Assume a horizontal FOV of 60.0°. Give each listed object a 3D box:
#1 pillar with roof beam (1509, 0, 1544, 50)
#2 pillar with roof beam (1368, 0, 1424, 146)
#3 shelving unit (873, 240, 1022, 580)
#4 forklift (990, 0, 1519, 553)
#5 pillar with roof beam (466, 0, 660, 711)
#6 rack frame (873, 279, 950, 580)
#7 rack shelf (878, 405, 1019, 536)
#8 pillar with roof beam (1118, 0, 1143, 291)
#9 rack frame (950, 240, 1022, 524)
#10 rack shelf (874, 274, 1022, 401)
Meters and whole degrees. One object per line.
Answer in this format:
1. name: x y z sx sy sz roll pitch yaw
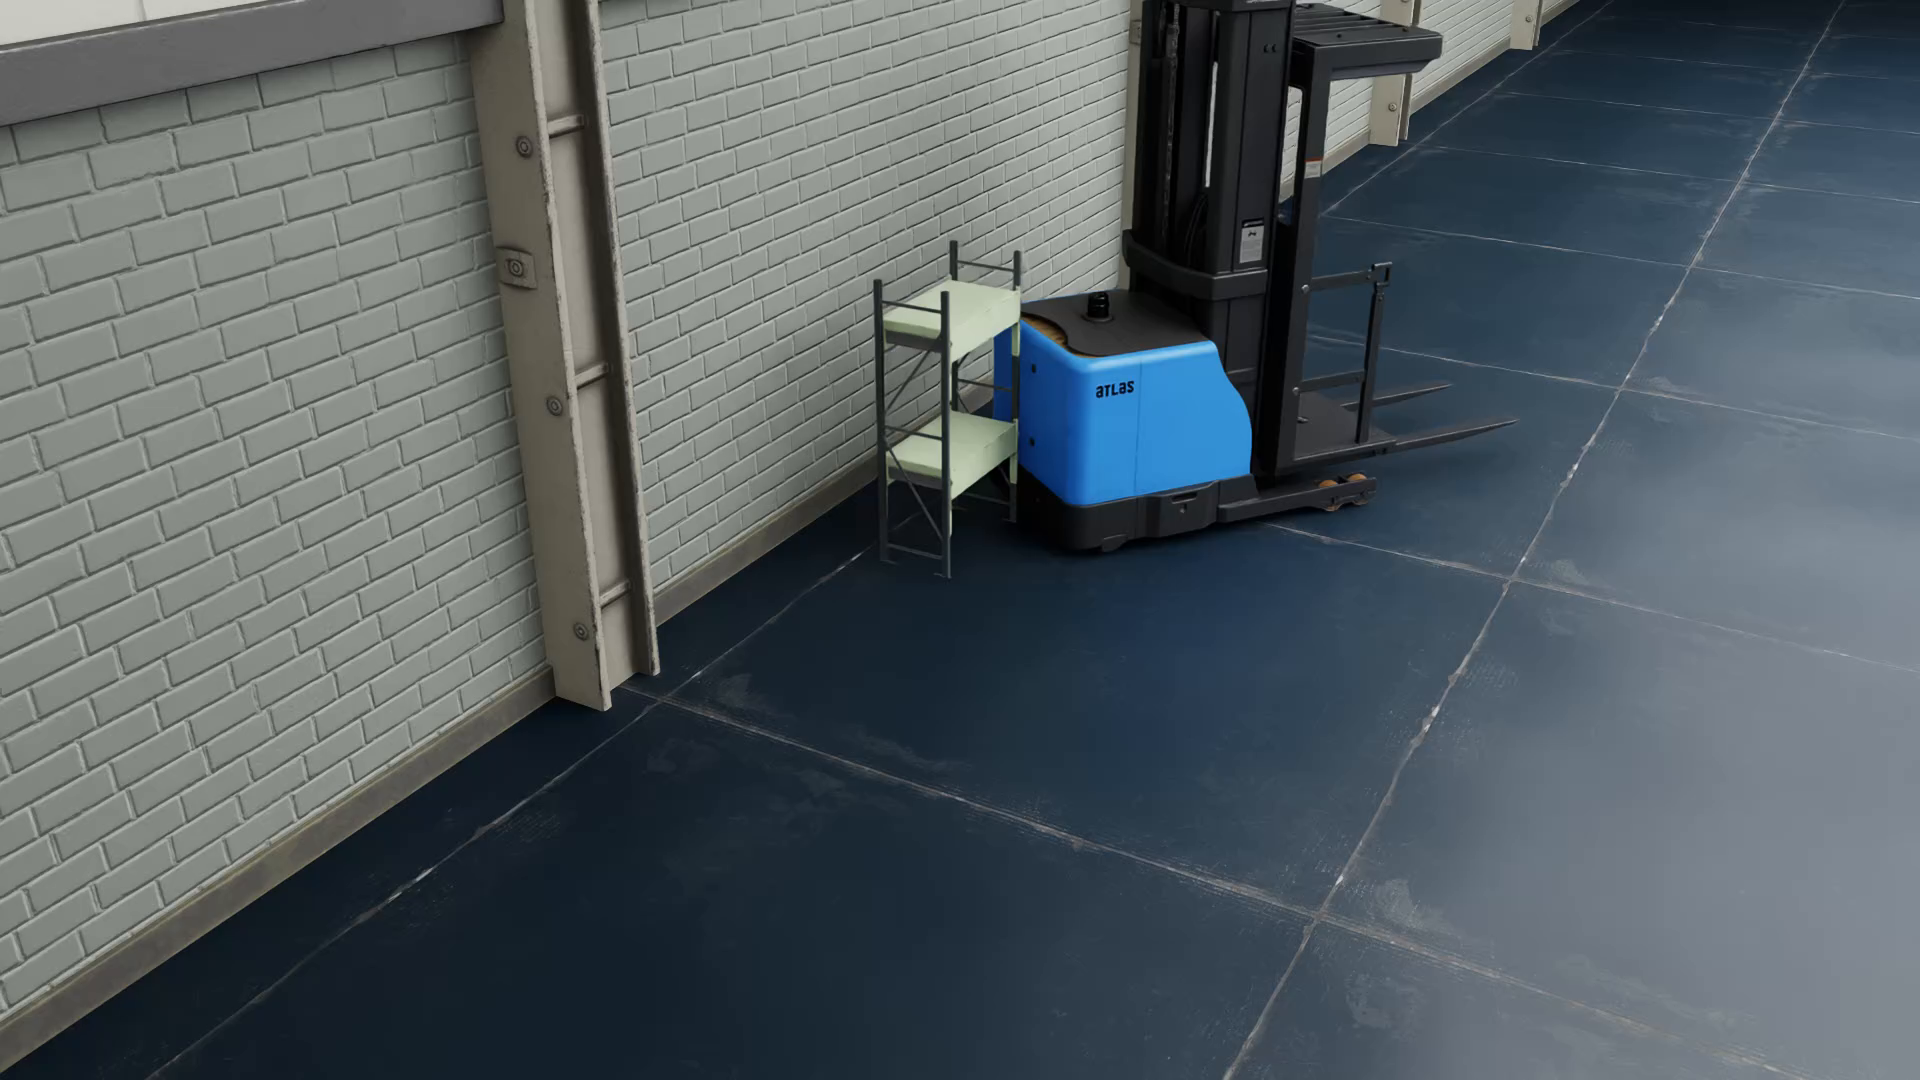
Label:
1. pillar with roof beam: 11.013 -9.453 17.581 9.100 9.000 0.400 14 30 26
2. pillar with roof beam: 8.062 -7.115 12.910 9.100 9.000 0.400 14 30 26
3. shelving unit: -0.051 -0.662 8.397 0.431 1.500 0.755 14 30 26
4. forklift: 1.730 -1.671 8.815 3.031 2.935 1.130 -11 29 -21
5. pillar with roof beam: 2.158 -2.438 3.568 9.100 9.000 0.400 14 30 26
6. rack frame: -0.229 -0.519 8.111 0.400 1.500 0.023 14 30 26
7. rack shelf: -0.051 -0.371 8.543 0.431 0.370 0.720 14 30 26
8. pillar with roof beam: 5.110 -4.777 8.239 9.100 9.000 0.400 14 30 26
9. rack frame: 0.127 -0.805 8.683 0.400 1.500 0.023 14 30 26
10. rack shelf: -0.051 -1.011 8.223 0.431 0.370 0.720 14 30 26
